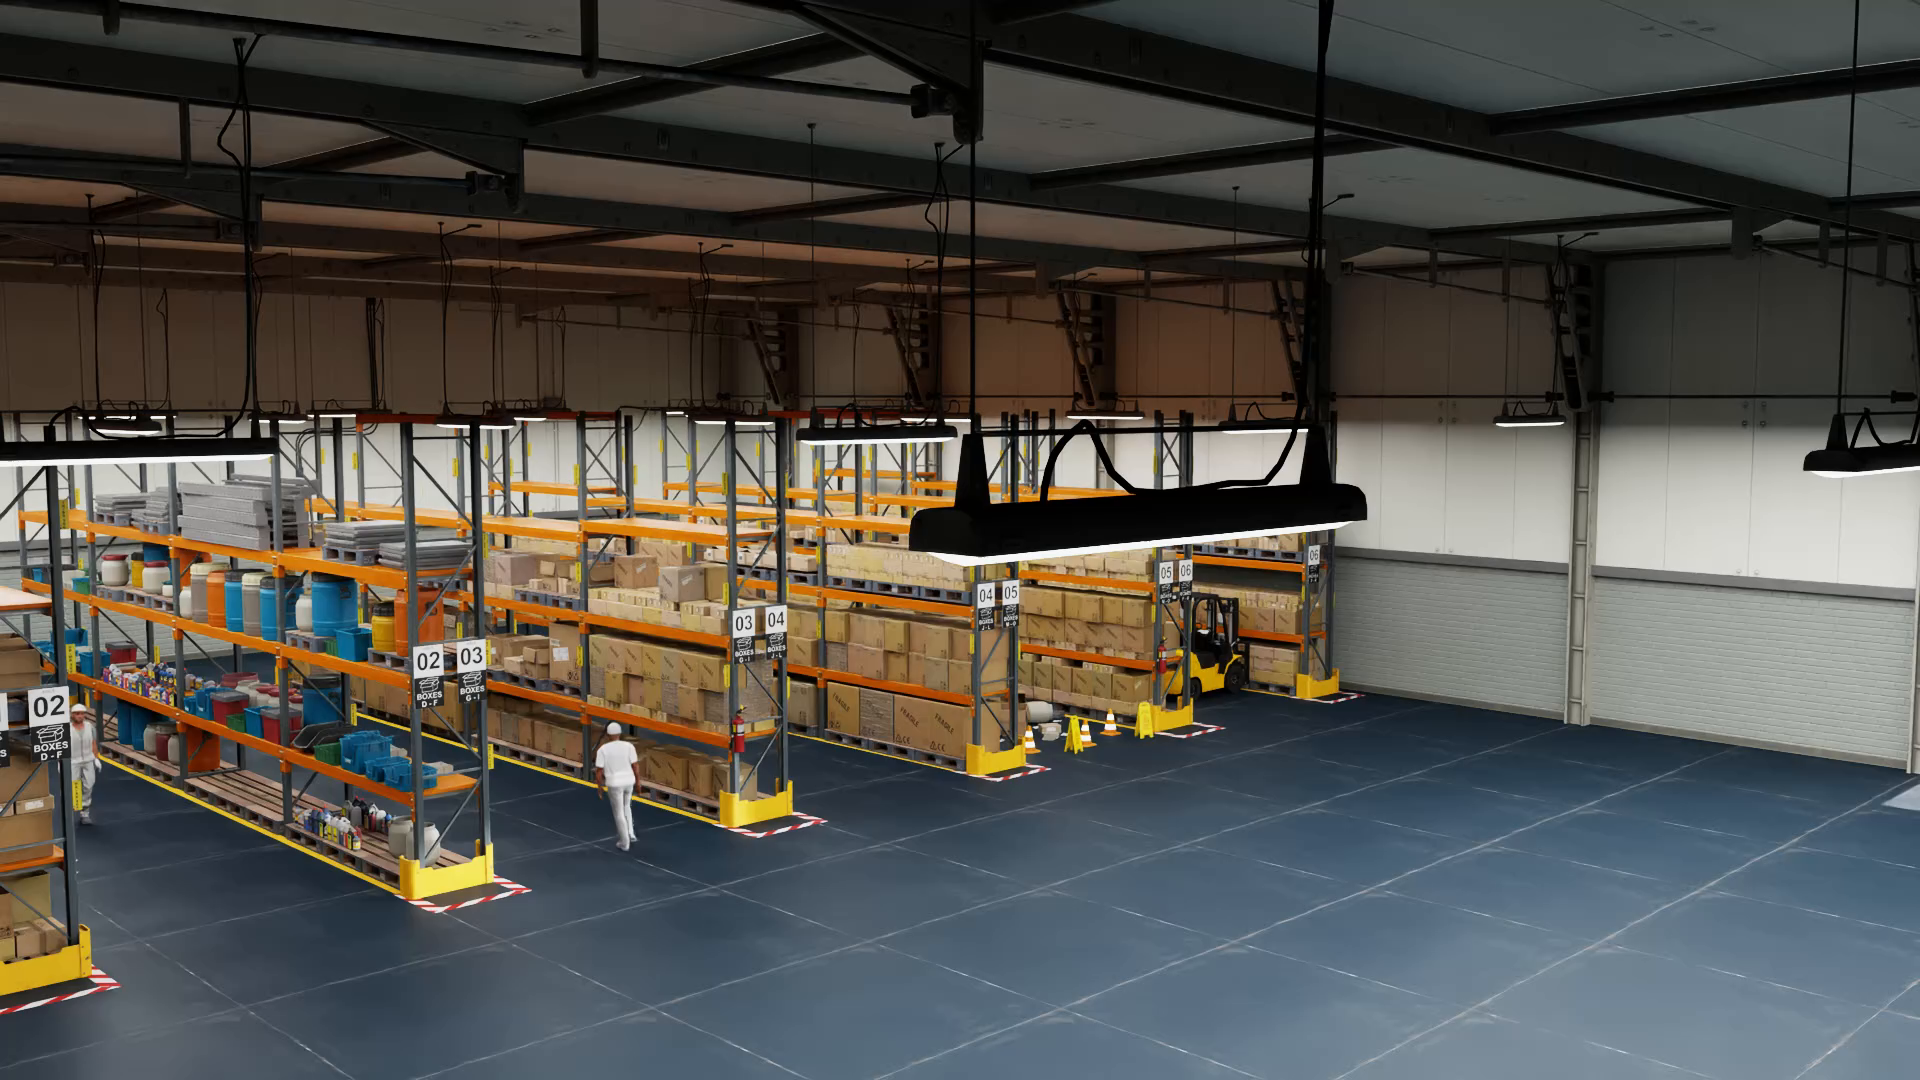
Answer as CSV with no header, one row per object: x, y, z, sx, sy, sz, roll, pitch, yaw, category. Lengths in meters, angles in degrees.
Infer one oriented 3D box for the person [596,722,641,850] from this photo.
-4.781,3.423,23.228,0.567,1.743,0.528,-3,6,-34,person

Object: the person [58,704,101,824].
-13.039,3.300,24.576,0.535,1.777,0.571,4,7,41,person
